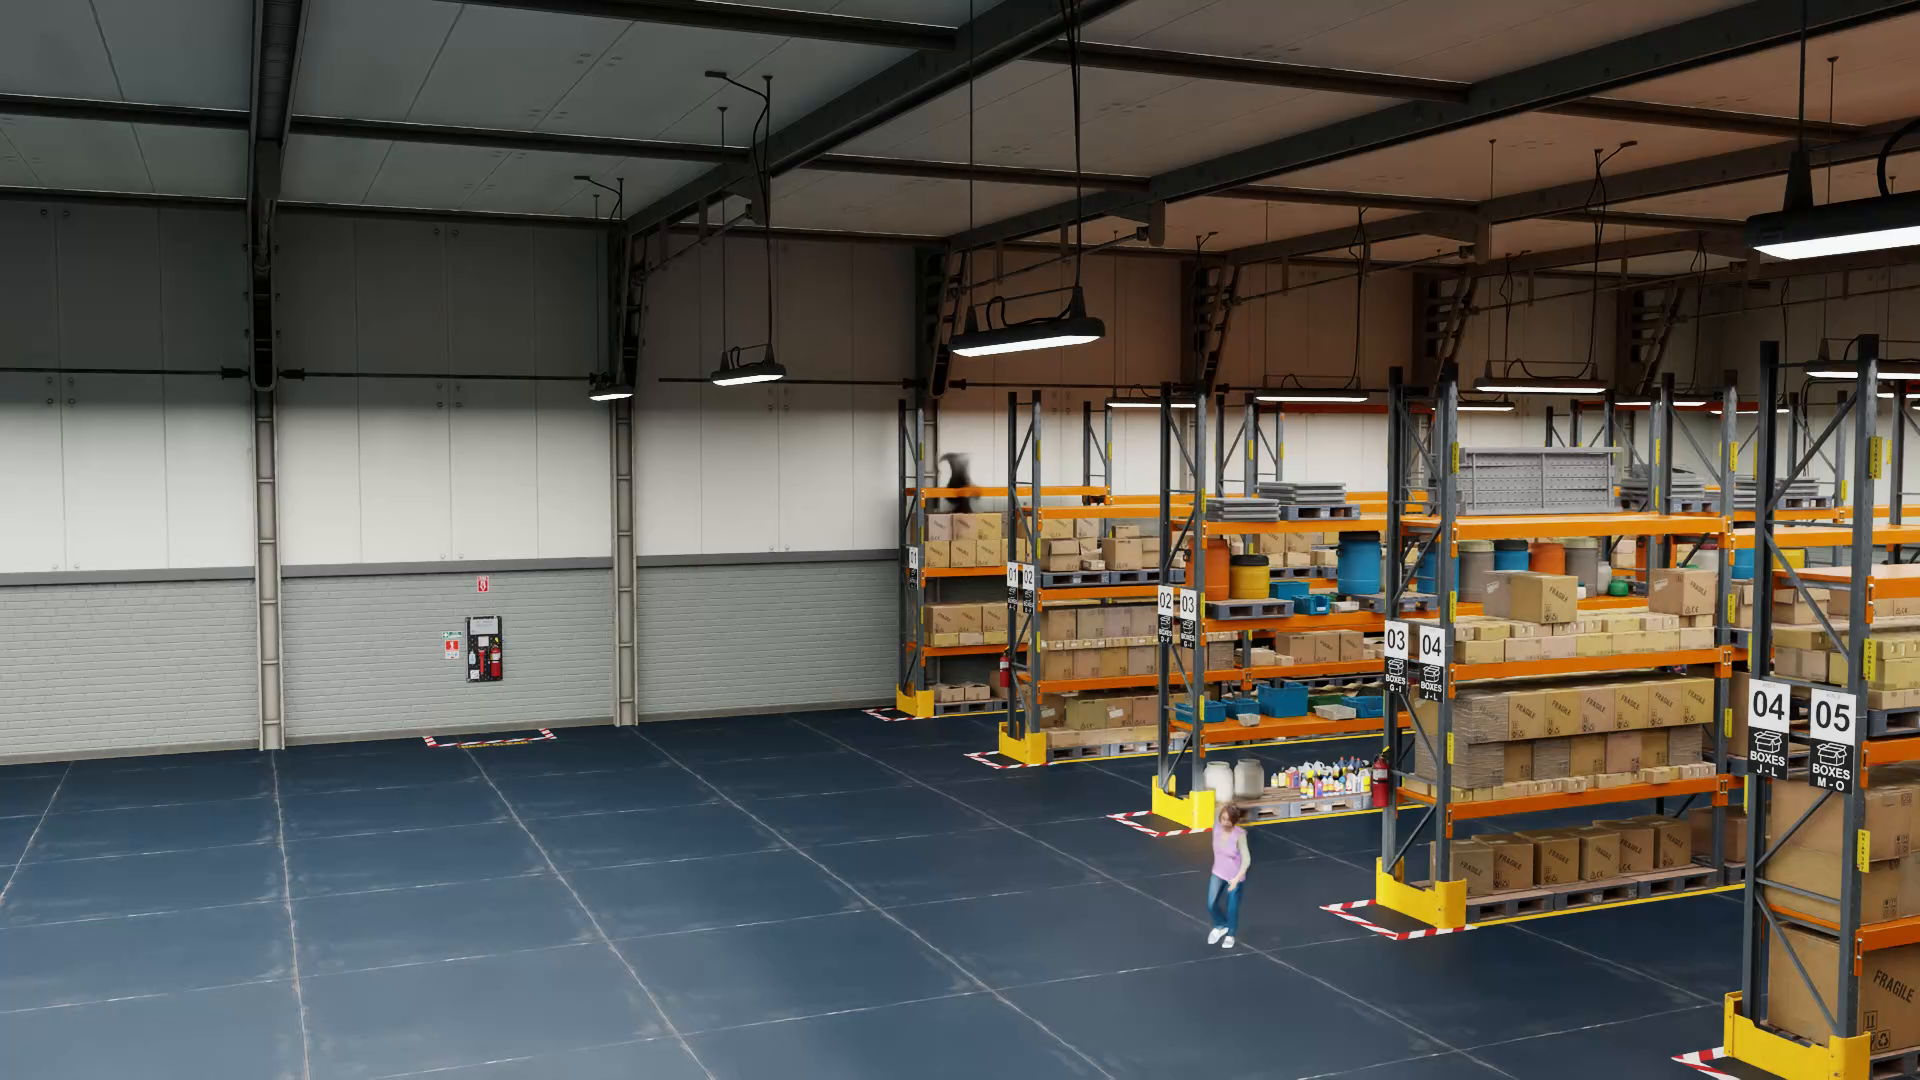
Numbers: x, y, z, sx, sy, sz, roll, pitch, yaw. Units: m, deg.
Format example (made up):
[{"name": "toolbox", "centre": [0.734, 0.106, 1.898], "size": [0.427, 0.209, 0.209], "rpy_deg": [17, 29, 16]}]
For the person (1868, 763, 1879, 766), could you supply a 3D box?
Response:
[{"name": "person", "centre": [9.935, 3.230, 18.028], "size": [0.772, 1.792, 0.662], "rpy_deg": [-2, 4, -26]}]

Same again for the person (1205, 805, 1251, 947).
[{"name": "person", "centre": [2.721, 3.407, 16.776], "size": [0.503, 1.531, 0.704], "rpy_deg": [2, 4, 29]}]
